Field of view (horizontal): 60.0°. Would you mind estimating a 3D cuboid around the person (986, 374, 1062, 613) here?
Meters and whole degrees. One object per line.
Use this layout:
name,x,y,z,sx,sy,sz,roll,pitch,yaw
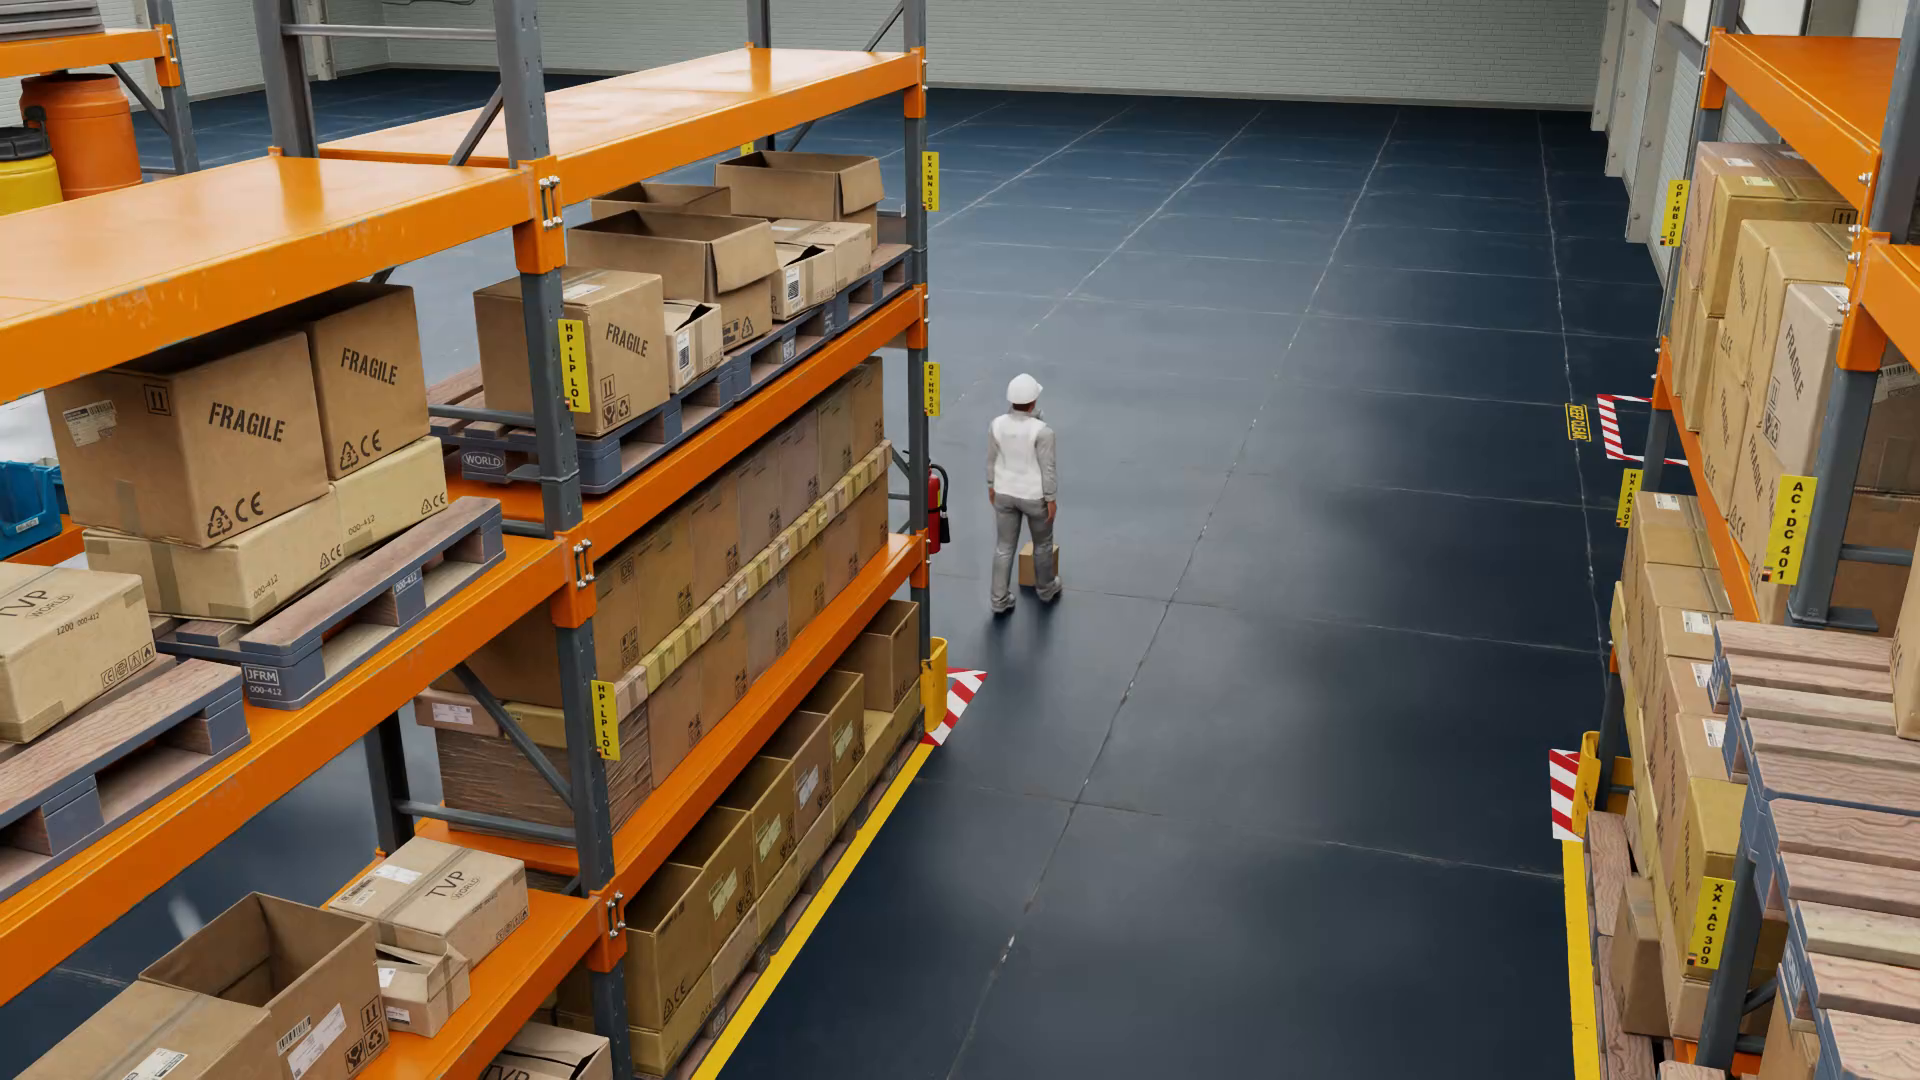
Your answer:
person,0.481,-0.363,11.958,0.559,1.767,0.712,10,24,23
